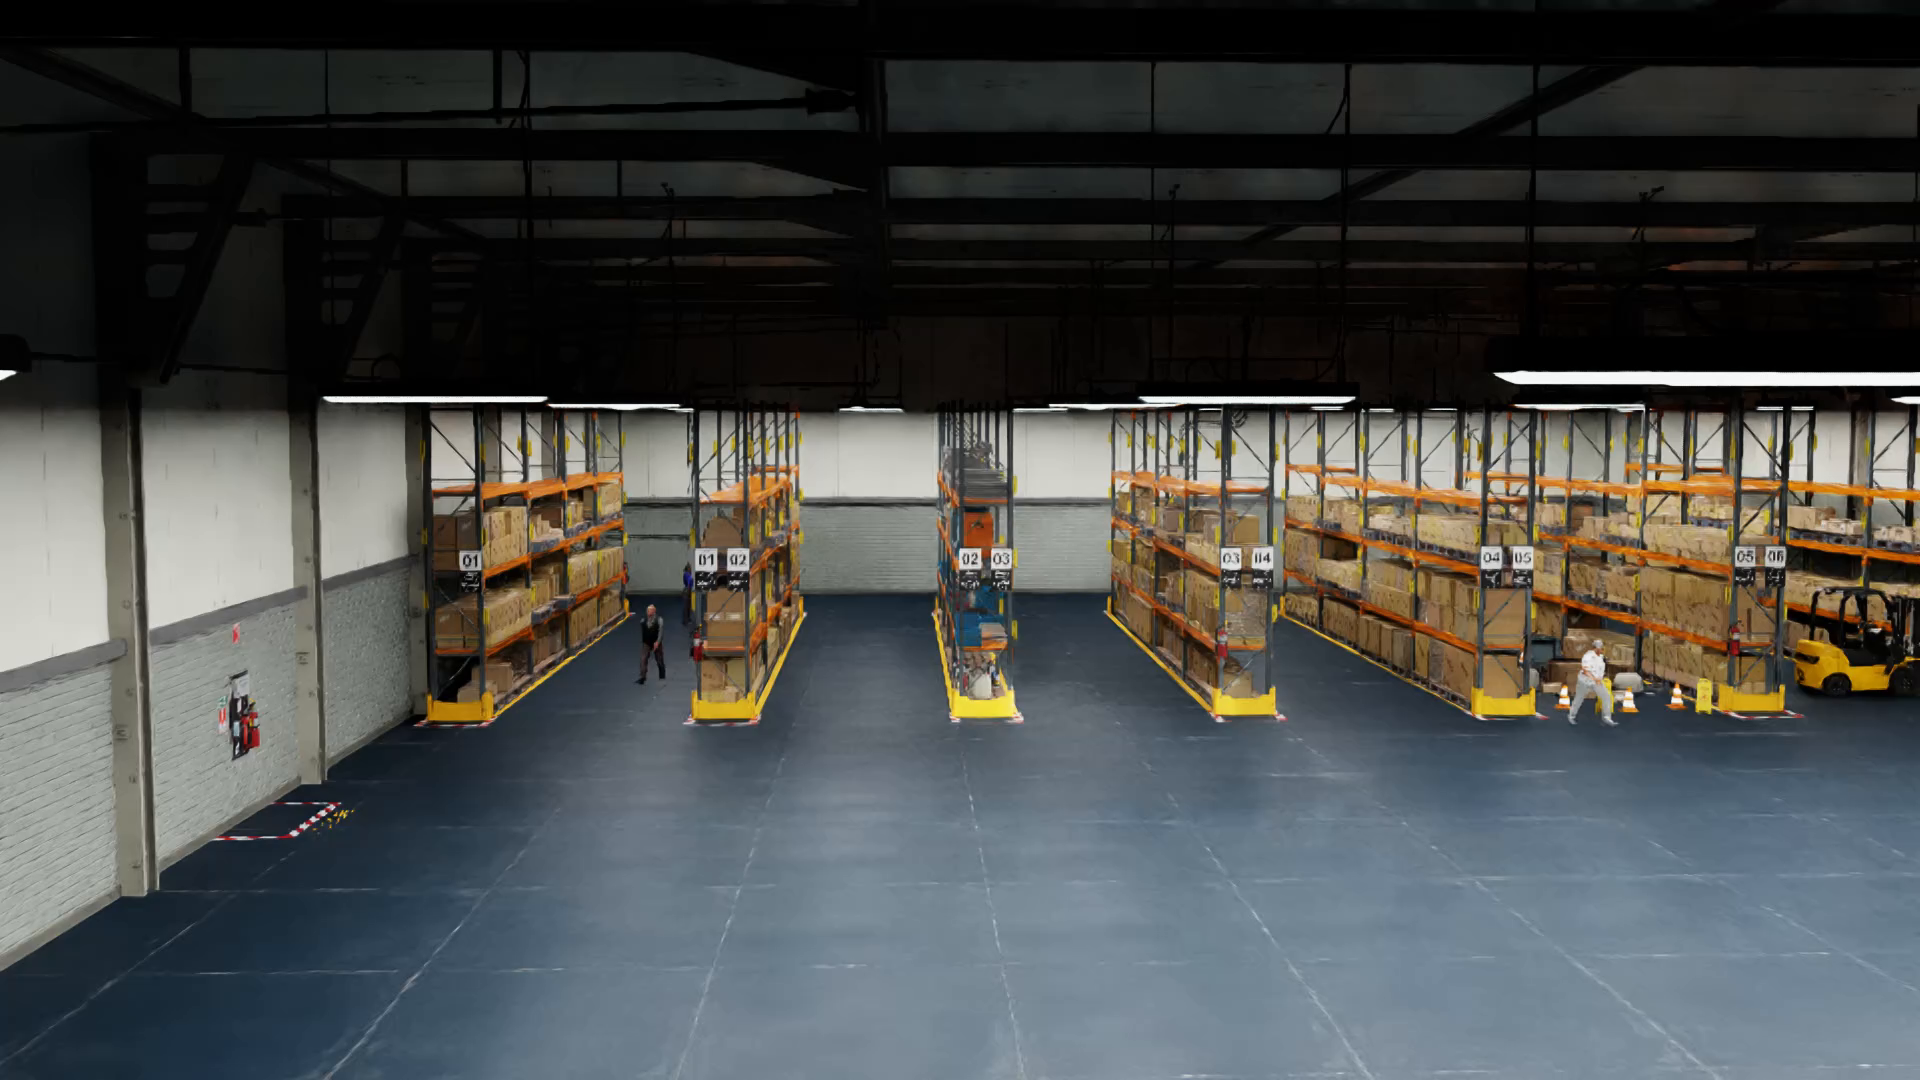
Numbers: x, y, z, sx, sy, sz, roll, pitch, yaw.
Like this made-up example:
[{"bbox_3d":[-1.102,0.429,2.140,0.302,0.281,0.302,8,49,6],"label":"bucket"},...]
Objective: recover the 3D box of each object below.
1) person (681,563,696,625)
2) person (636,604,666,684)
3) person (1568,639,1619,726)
[{"bbox_3d":[-7.351,1.495,45.085,0.444,1.593,0.551,-1,5,-19],"label":"person"},{"bbox_3d":[-6.546,2.187,35.384,0.539,1.644,1.033,1,4,7],"label":"person"},{"bbox_3d":[11.609,2.597,30.541,0.656,1.595,0.796,-2,5,-21],"label":"person"}]
